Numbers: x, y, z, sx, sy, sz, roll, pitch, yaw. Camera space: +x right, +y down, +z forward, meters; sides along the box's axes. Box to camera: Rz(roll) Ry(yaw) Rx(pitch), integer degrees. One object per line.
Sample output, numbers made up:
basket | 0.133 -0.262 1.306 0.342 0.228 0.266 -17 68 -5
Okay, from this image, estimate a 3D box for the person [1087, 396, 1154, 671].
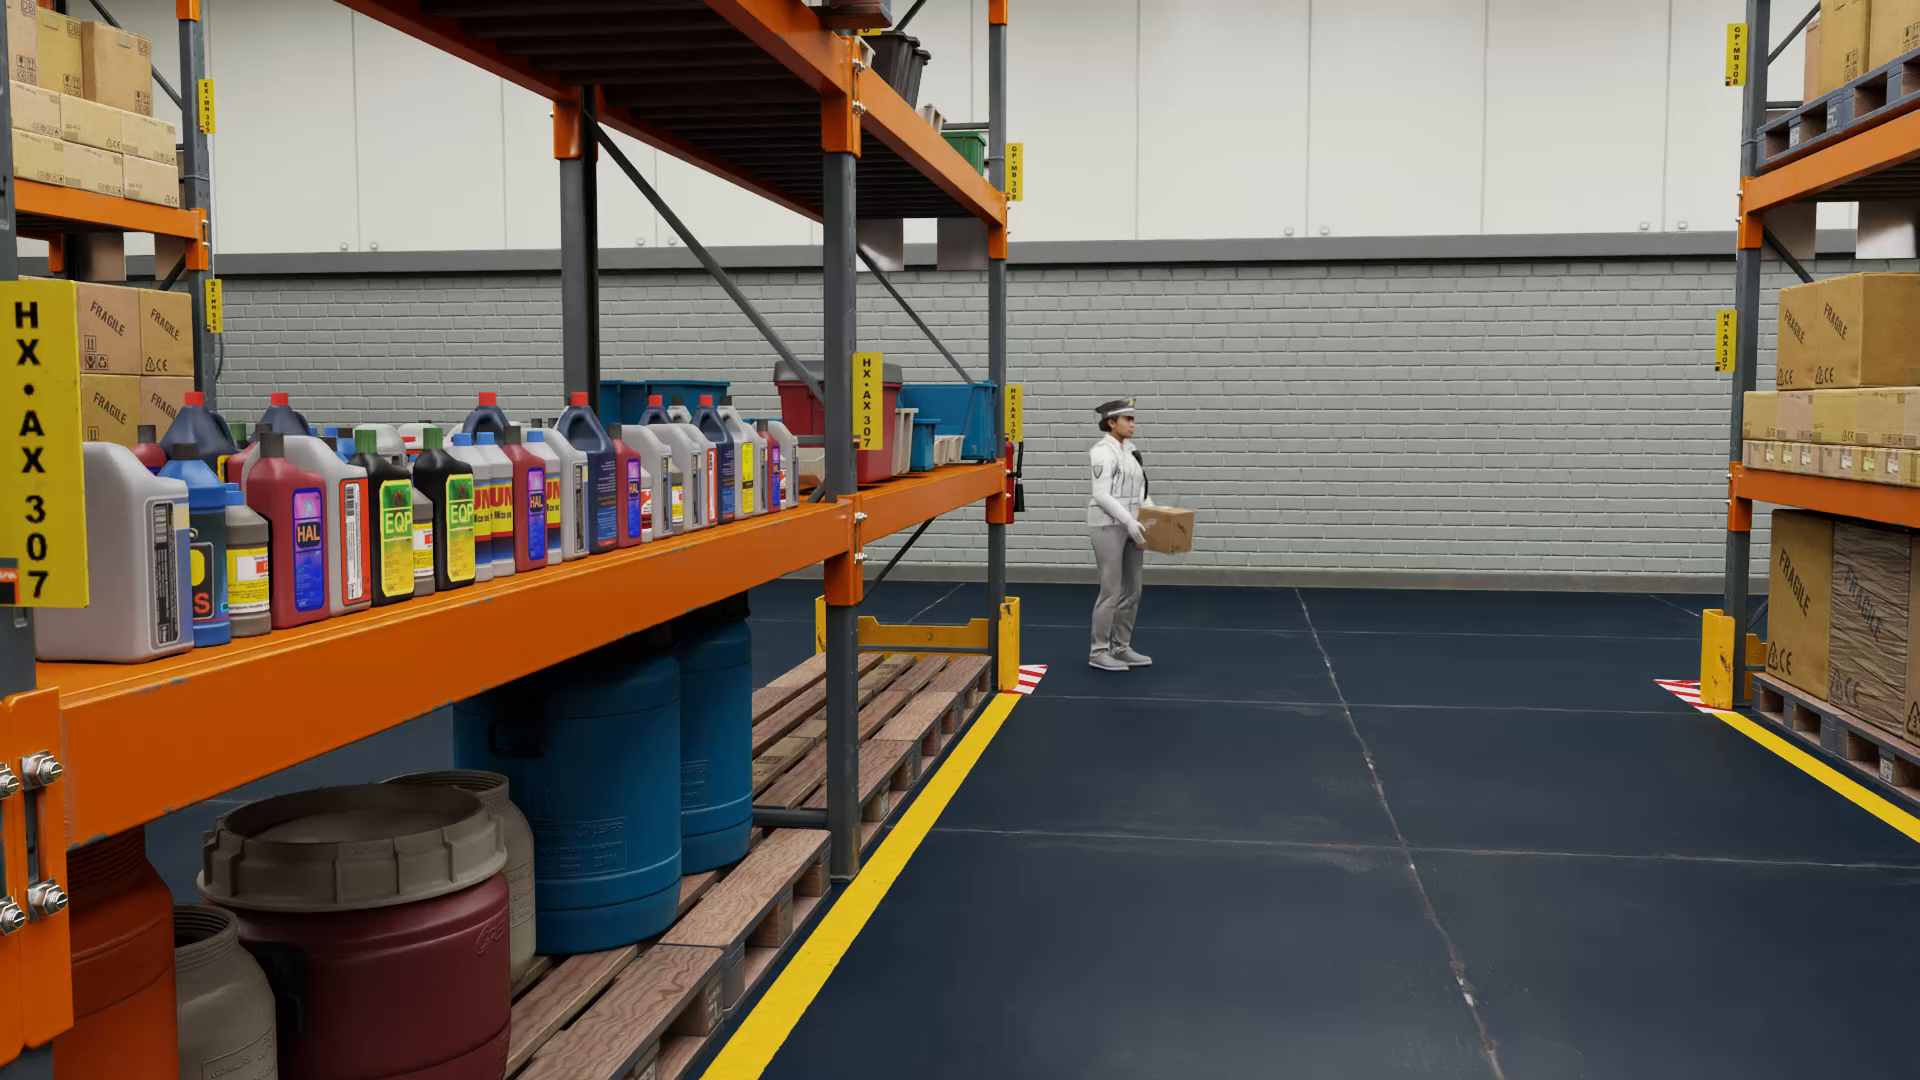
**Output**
person | 1.029 -0.049 10.326 0.452 1.689 0.495 4 6 38
